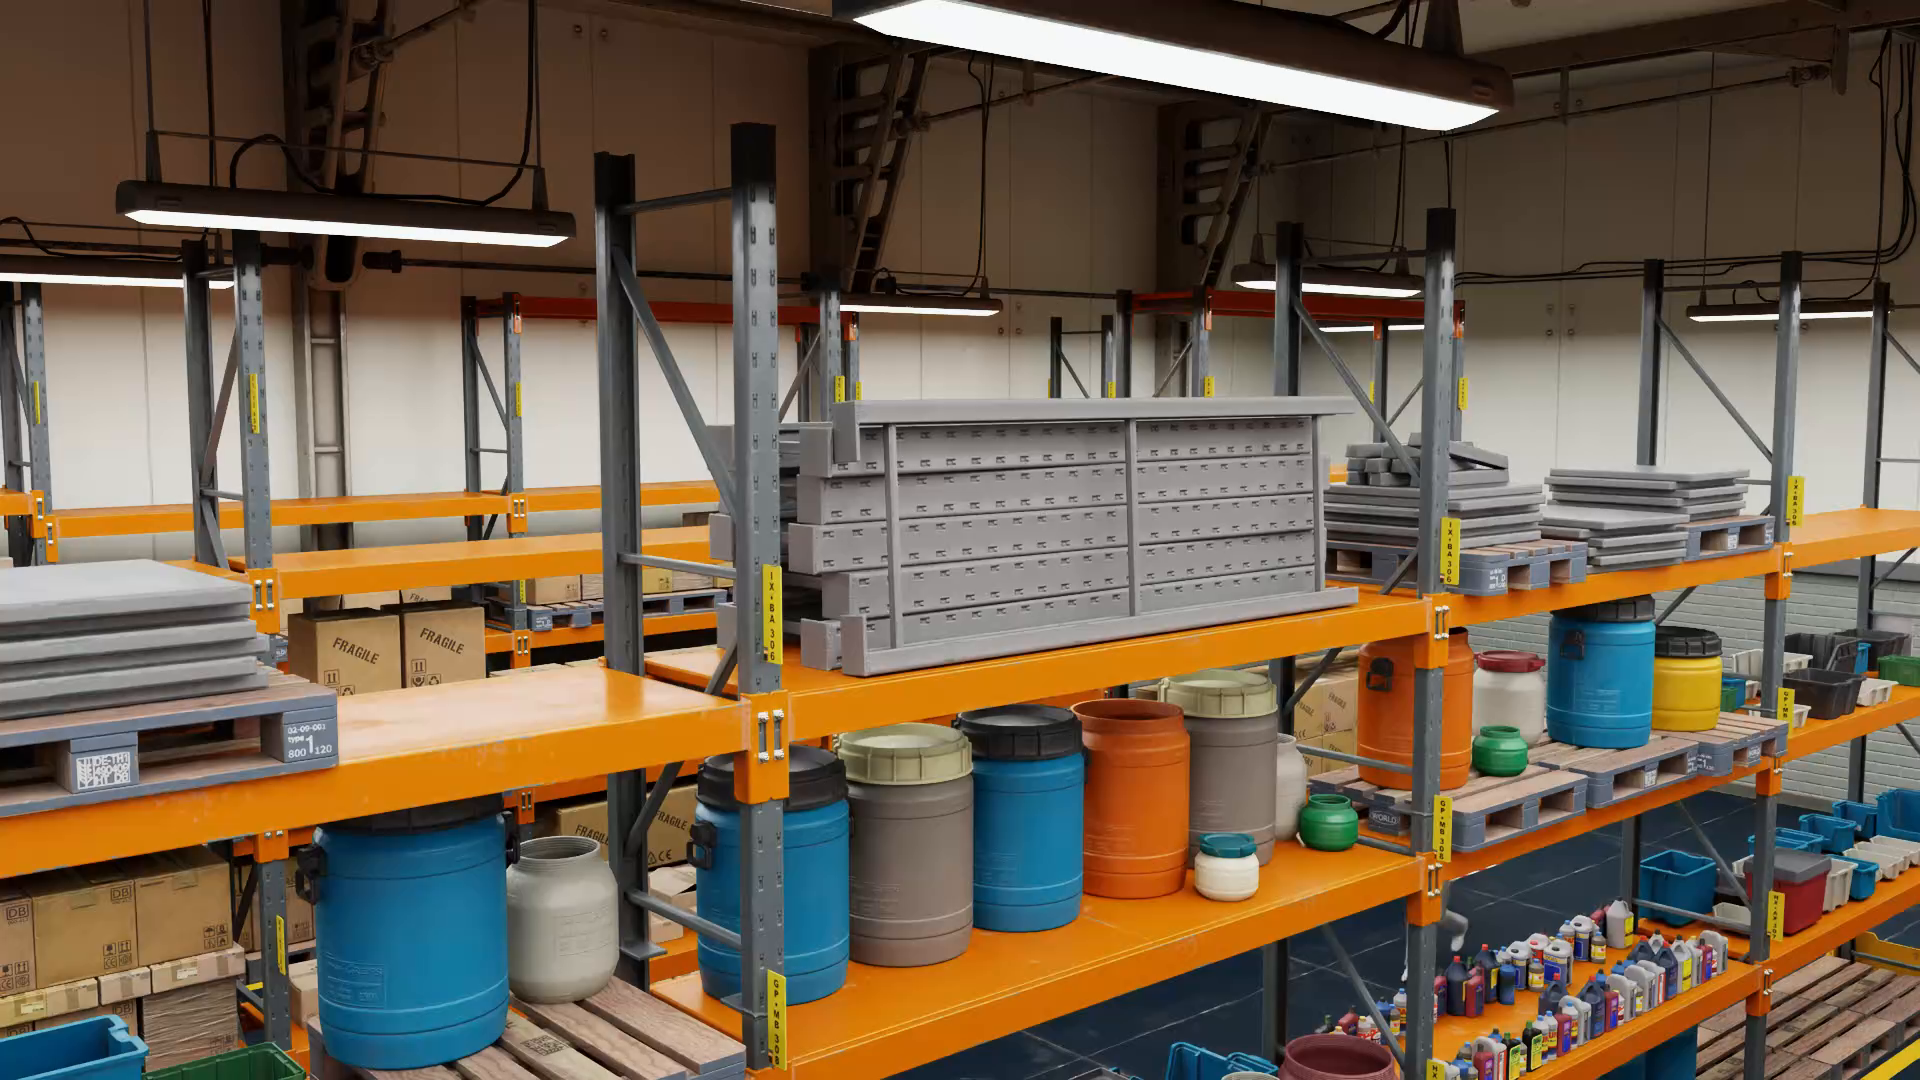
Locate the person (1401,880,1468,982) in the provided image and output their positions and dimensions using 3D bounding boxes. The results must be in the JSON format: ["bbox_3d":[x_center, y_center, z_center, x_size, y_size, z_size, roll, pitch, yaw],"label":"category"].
[{"bbox_3d":[4.149,2.968,14.587,0.999,1.629,0.561,-5,7,-42],"label":"person"}]
